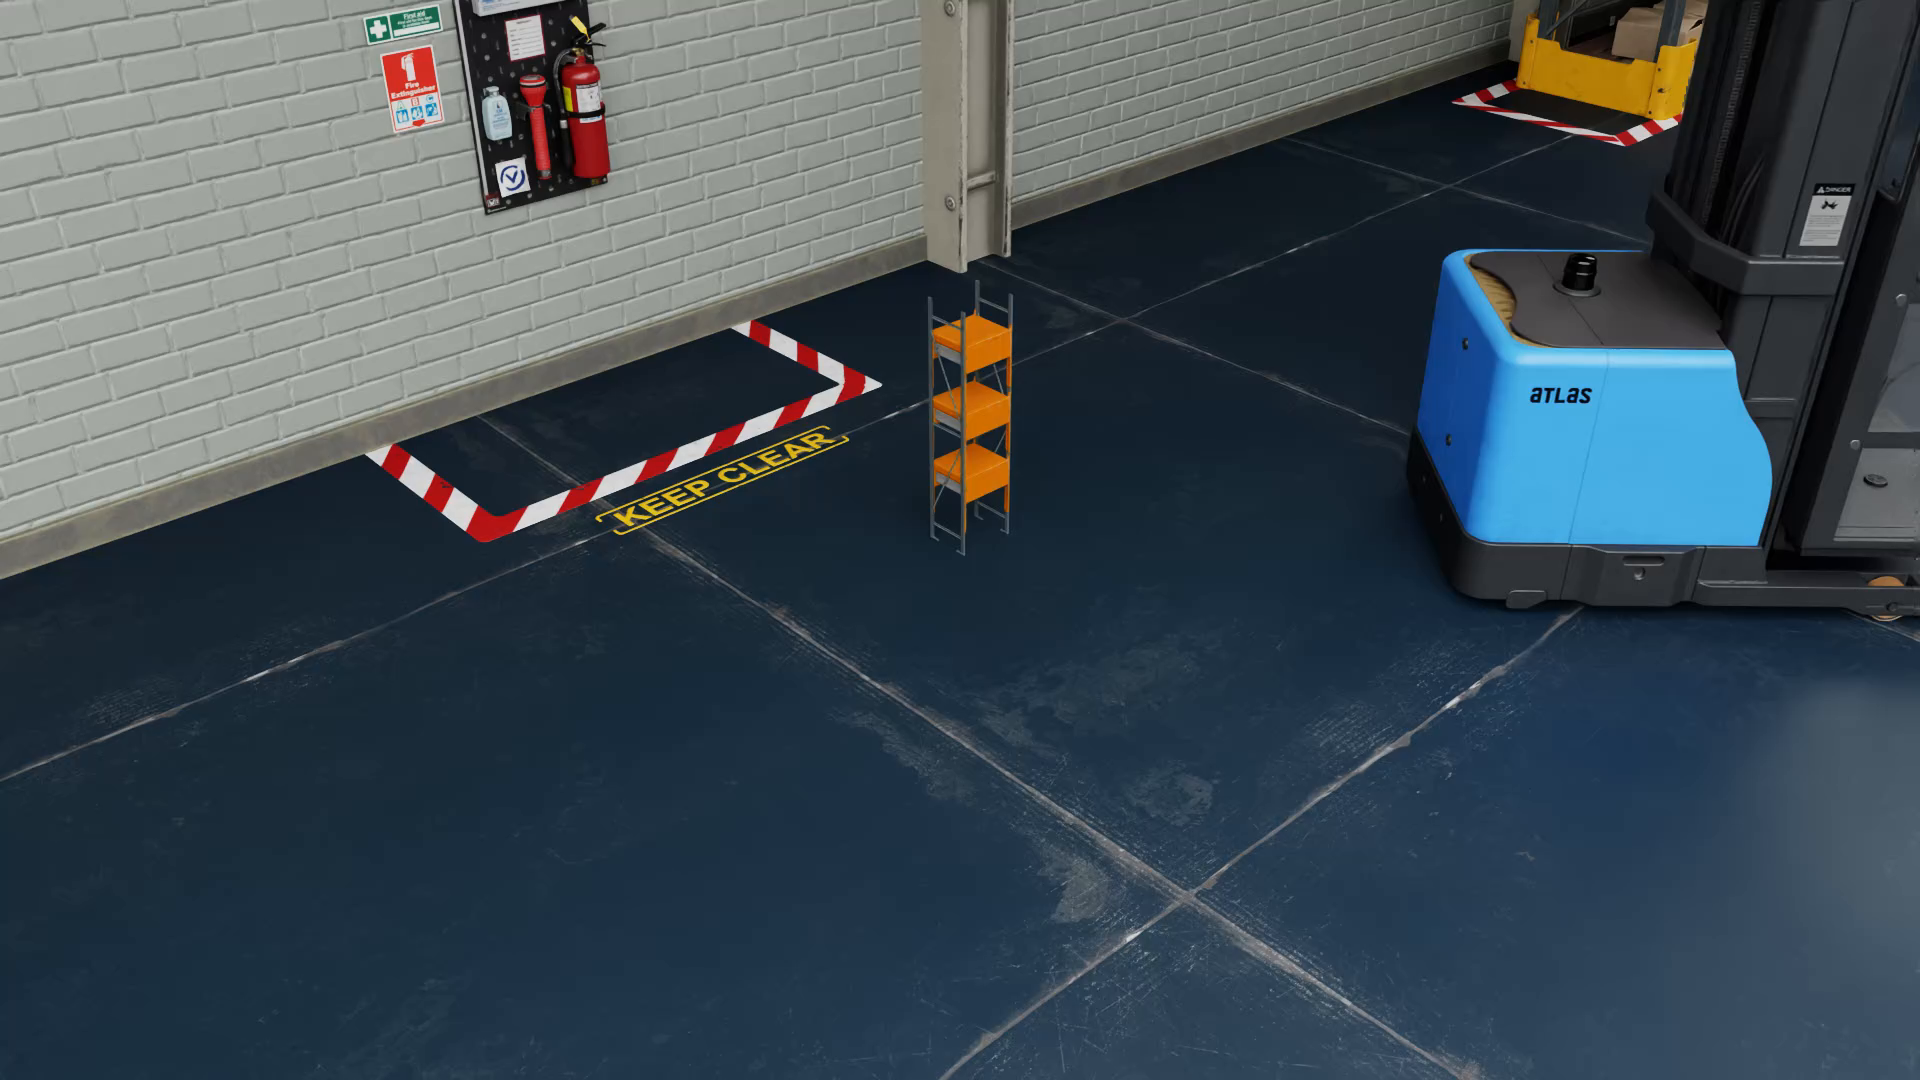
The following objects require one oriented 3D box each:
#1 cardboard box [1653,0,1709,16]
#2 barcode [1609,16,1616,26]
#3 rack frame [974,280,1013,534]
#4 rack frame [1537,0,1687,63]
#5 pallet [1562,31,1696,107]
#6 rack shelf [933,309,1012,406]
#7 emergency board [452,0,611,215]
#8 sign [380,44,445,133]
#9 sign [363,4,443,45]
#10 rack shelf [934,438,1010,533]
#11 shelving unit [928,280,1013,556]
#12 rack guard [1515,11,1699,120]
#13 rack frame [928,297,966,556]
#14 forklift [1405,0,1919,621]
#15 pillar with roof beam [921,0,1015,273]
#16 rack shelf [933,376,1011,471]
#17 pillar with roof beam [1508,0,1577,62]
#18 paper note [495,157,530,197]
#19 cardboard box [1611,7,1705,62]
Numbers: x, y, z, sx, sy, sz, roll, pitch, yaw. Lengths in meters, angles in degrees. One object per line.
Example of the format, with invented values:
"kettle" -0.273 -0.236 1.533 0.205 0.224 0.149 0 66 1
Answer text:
"cardboard box" 5.504 -3.879 12.373 0.500 0.311 0.500 -22 38 -32
"barcode" 4.827 -3.840 12.301 0.075 0.075 0.001 -26 40 -35
"rack frame" 0.129 -0.510 6.578 0.008 1.050 0.200 -26 40 -35
"rack frame" 4.517 -4.425 11.111 0.127 3.000 1.000 -26 40 -35
"pallet" 5.193 -3.537 12.331 1.213 0.211 1.003 -26 40 -35
"rack shelf" 0.039 -0.700 6.365 0.240 0.259 0.215 -26 40 -35
"emergency board" -1.795 -2.014 7.168 0.643 1.169 0.194 -26 40 -35
"sign" -2.271 -1.872 6.902 0.234 0.329 0.001 -26 40 -35
"sign" -2.262 -2.097 6.761 0.331 0.109 0.001 -26 40 -35
"rack shelf" 0.039 -0.221 6.658 0.240 0.259 0.215 -26 40 -35
"shelving unit" 0.039 -0.467 6.507 0.252 1.050 0.215 -26 40 -35
"rack guard" 4.573 -3.385 11.807 0.348 0.500 1.175 -26 40 -35
"rack frame" -0.050 -0.424 6.436 0.008 1.050 0.200 -26 40 -35
"forklift" 3.397 -1.225 5.943 3.031 2.935 1.130 1 31 1
"pillar with roof beam" 2.970 -3.788 4.319 0.400 9.000 9.100 -26 40 -35
"rack shelf" 0.039 -0.458 6.513 0.240 0.259 0.215 -26 40 -35
"pillar with roof beam" 7.369 -5.917 7.800 0.400 9.000 9.100 -26 40 -35
"paper note" -1.972 -1.602 7.338 0.142 0.148 0.016 -26 40 -35
"cardboard box" 5.086 -3.676 12.042 0.500 0.311 0.500 24 39 34
